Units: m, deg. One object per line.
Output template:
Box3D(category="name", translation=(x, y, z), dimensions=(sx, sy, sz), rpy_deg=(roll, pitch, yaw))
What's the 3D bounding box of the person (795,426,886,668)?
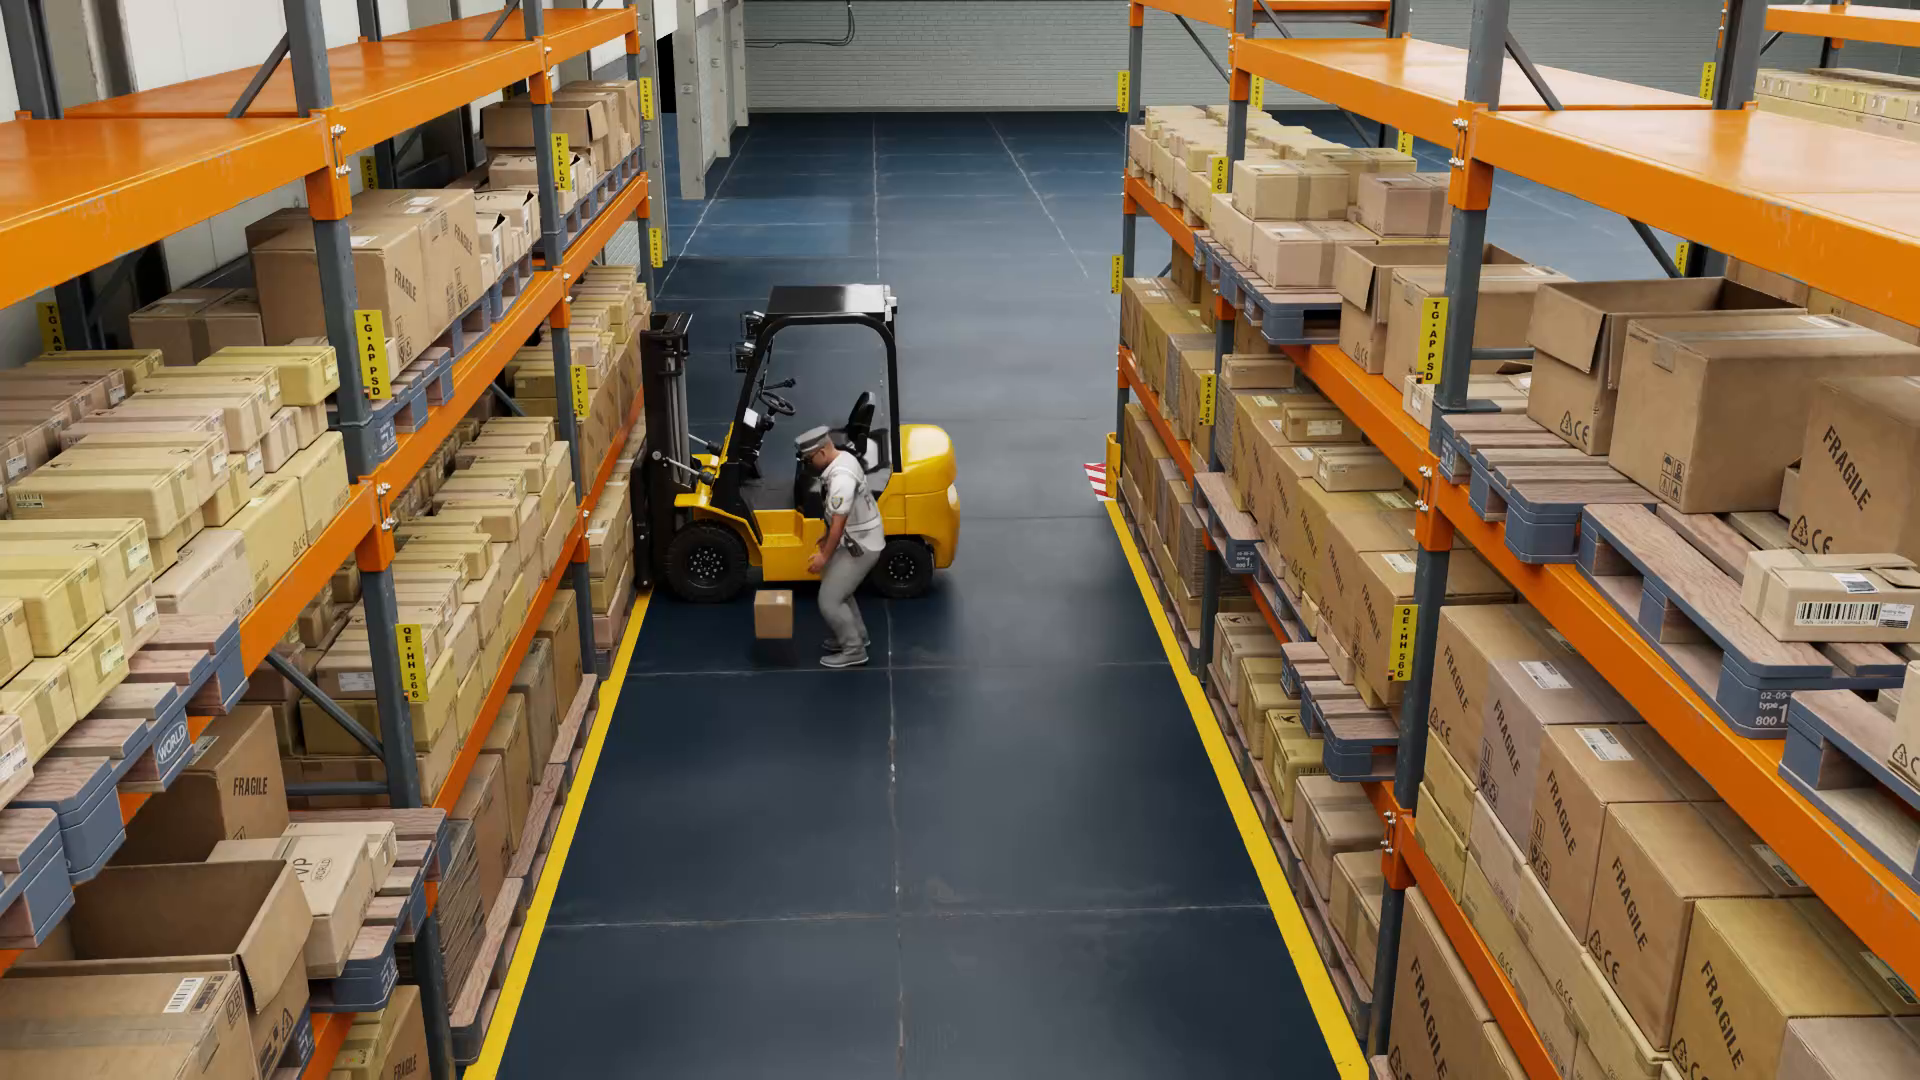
Box3D(category="person", translation=(-0.790, 0.040, 11.124), dimensions=(0.585, 1.650, 0.571), rpy_deg=(-1, 20, -2))
